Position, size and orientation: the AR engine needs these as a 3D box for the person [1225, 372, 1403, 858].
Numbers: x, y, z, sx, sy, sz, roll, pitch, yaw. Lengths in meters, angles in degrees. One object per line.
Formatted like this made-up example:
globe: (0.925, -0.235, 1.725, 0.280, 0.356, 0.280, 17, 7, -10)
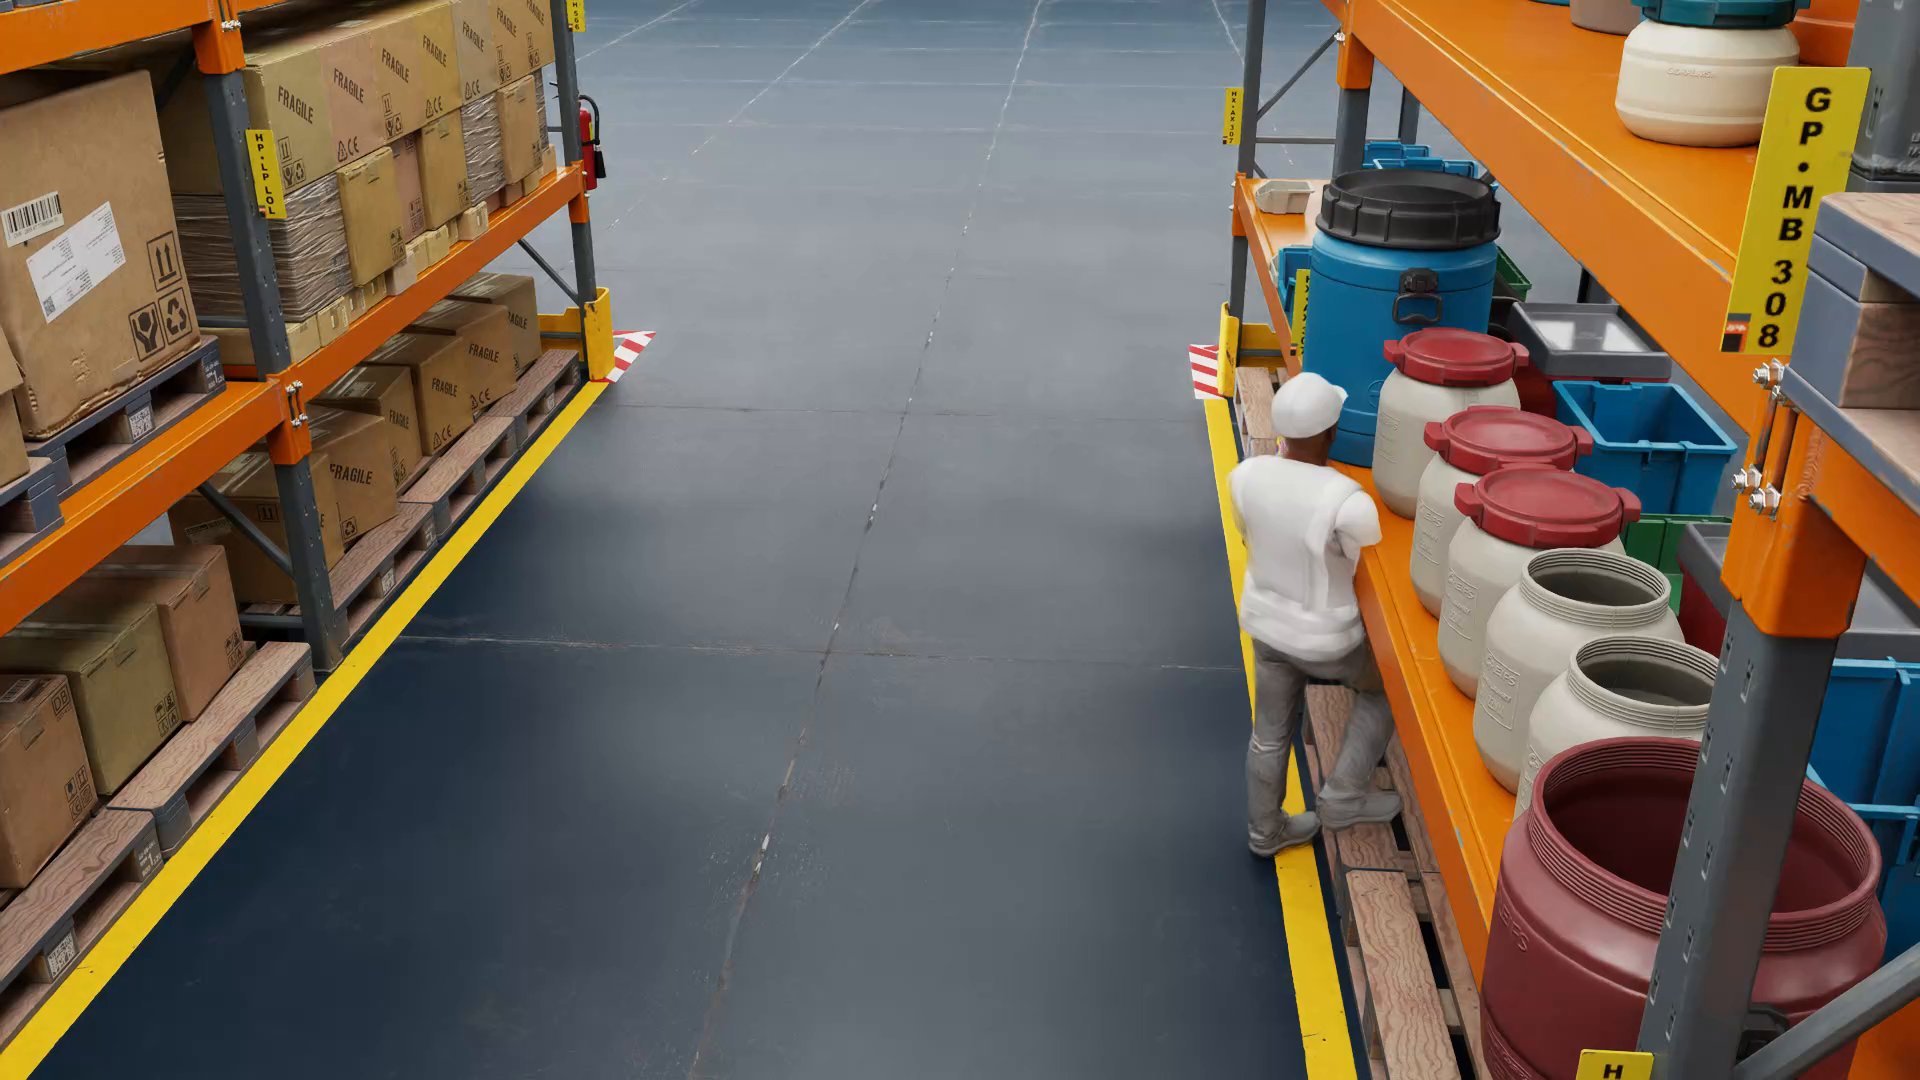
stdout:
person: (1.185, 0.272, 5.453, 0.581, 1.772, 0.584, -22, 33, -40)
